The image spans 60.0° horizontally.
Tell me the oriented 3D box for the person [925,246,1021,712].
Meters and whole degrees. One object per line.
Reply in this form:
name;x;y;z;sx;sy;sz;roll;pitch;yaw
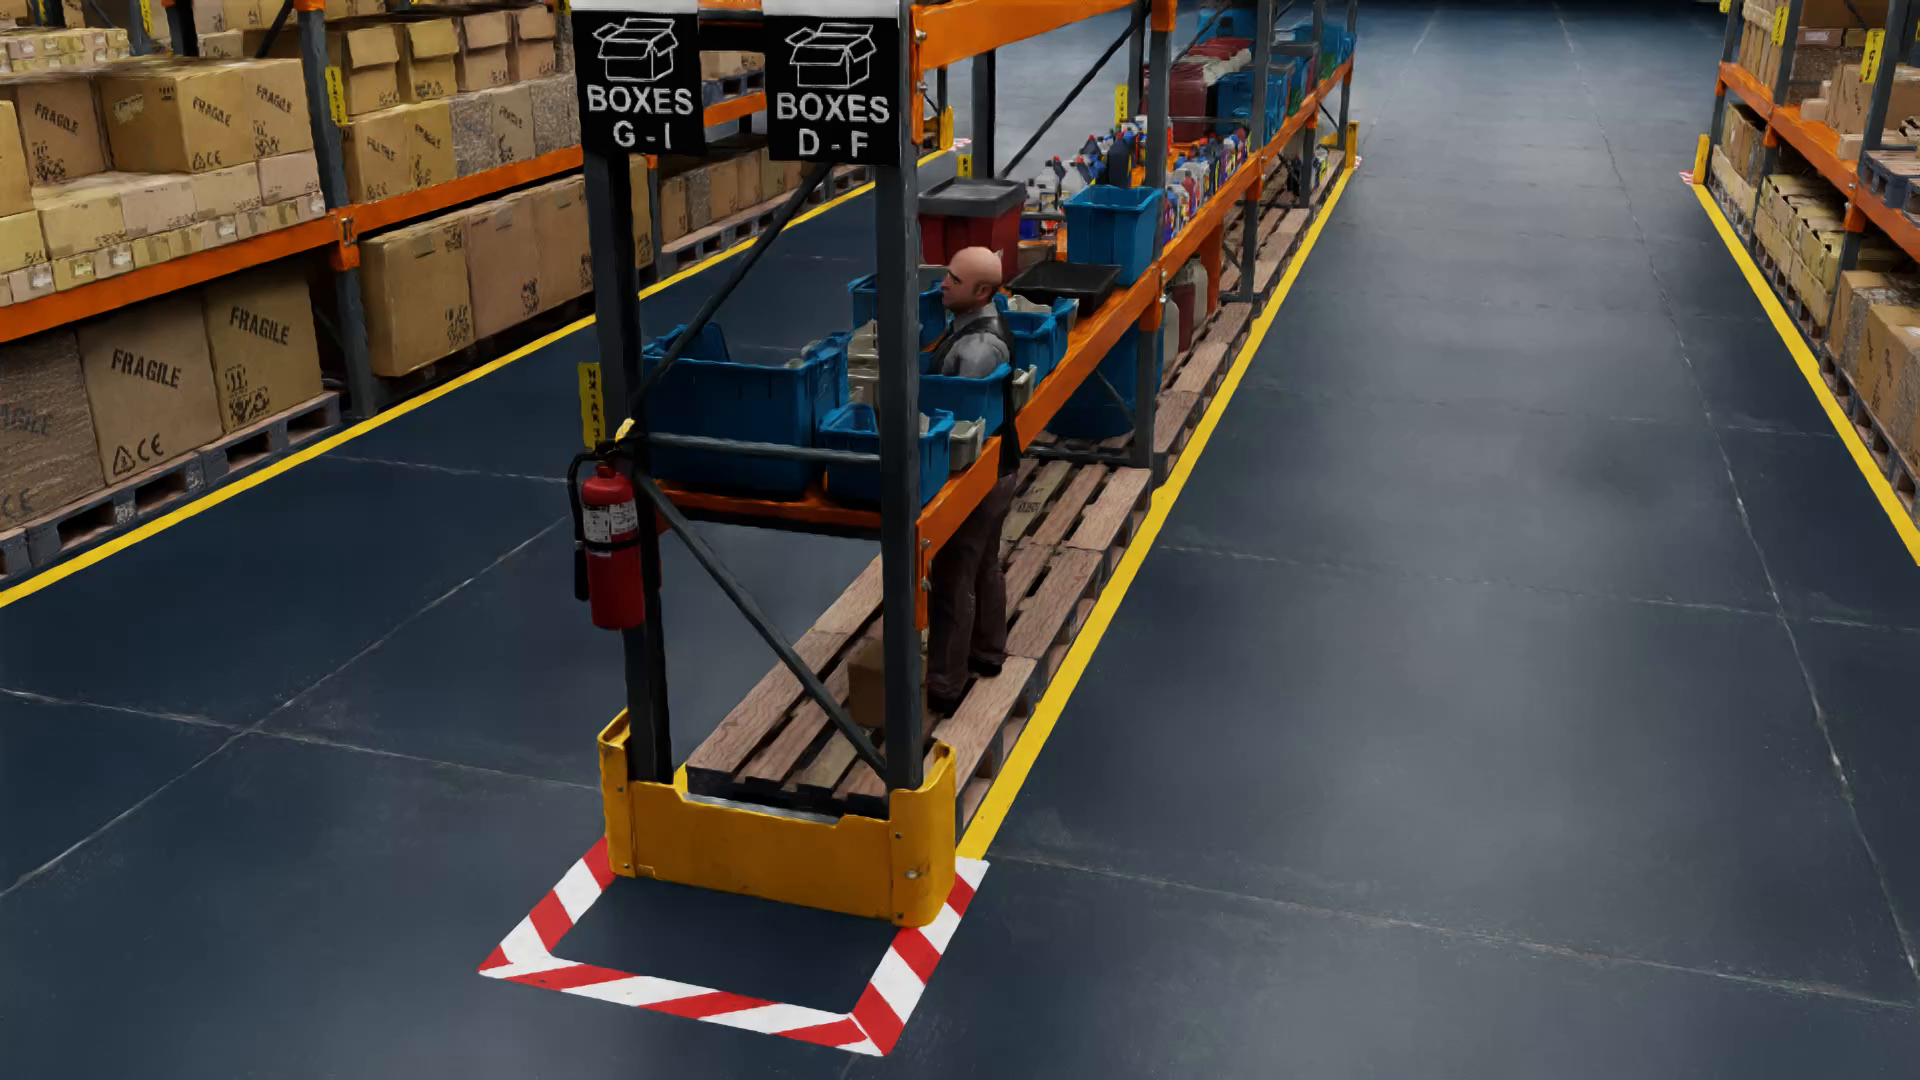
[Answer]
person;-0.019;-0.235;6.174;0.490;1.726;0.620;2;22;4
